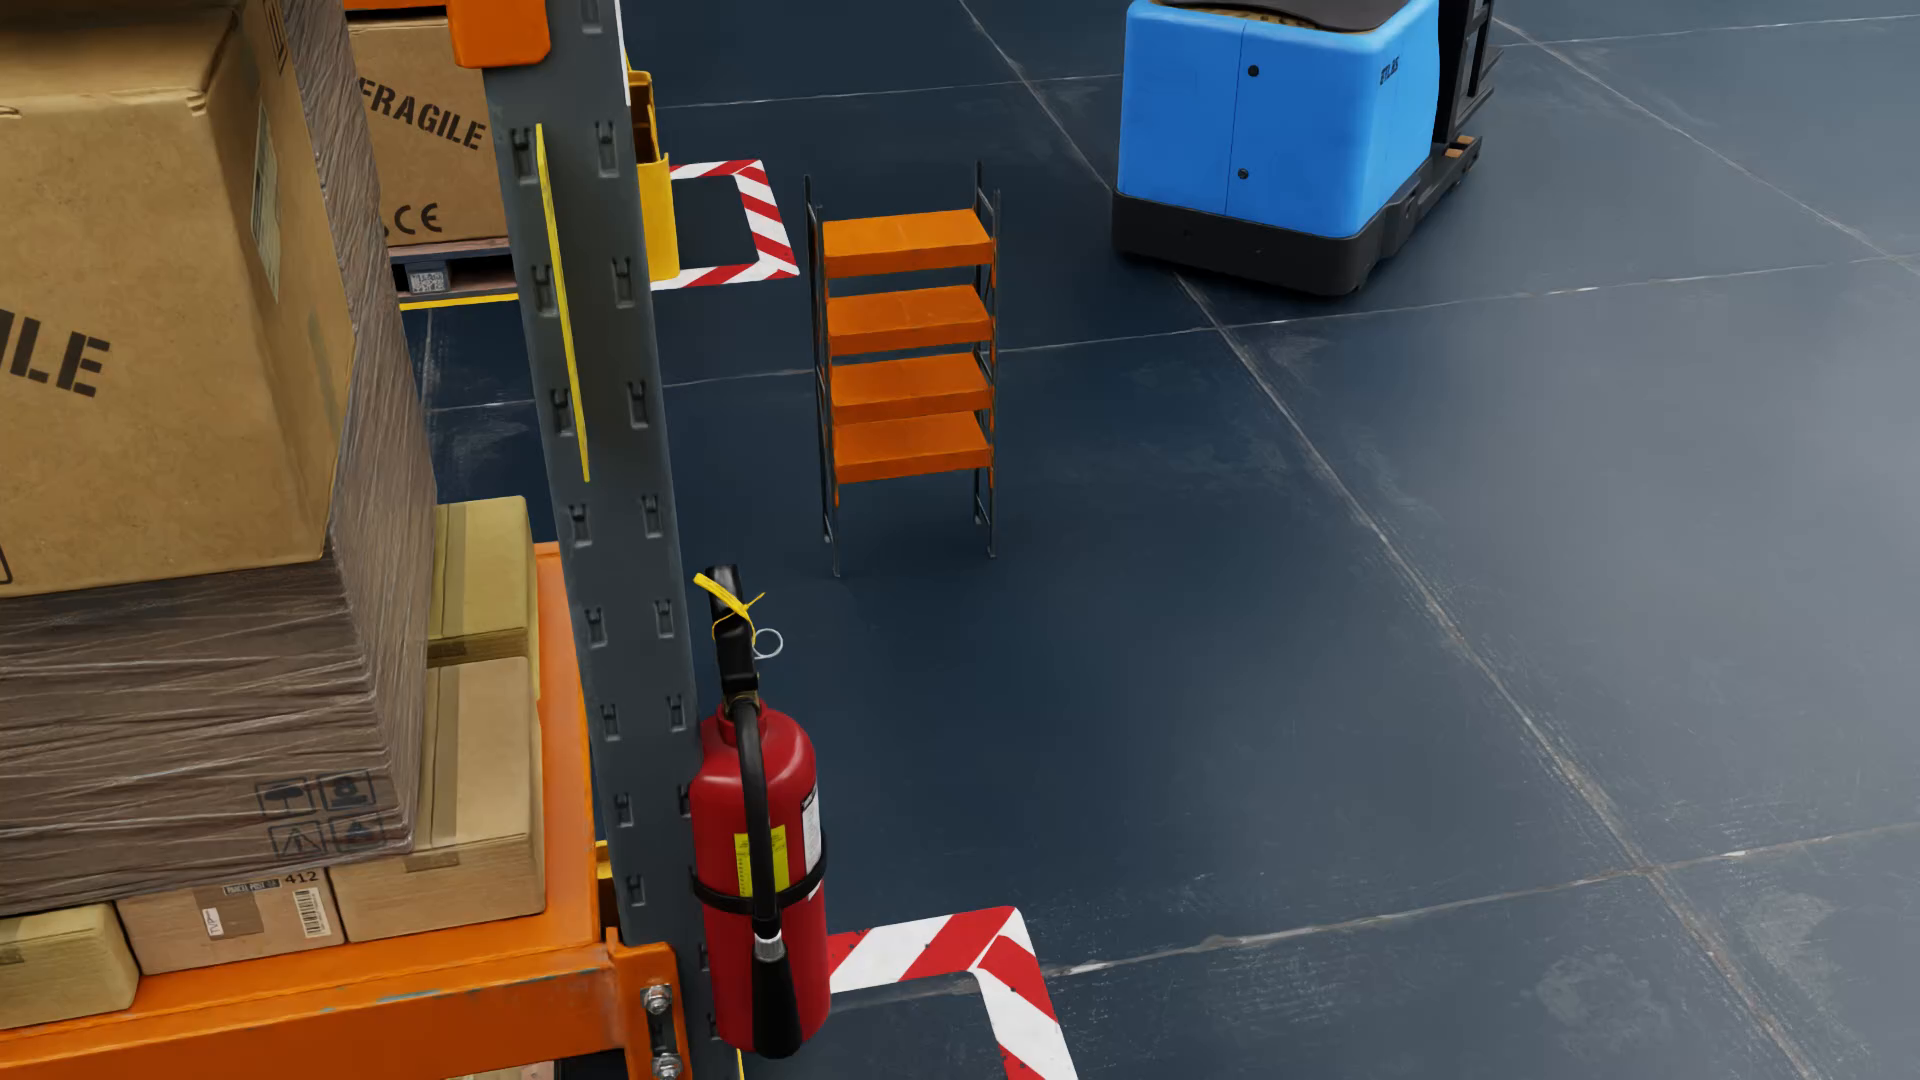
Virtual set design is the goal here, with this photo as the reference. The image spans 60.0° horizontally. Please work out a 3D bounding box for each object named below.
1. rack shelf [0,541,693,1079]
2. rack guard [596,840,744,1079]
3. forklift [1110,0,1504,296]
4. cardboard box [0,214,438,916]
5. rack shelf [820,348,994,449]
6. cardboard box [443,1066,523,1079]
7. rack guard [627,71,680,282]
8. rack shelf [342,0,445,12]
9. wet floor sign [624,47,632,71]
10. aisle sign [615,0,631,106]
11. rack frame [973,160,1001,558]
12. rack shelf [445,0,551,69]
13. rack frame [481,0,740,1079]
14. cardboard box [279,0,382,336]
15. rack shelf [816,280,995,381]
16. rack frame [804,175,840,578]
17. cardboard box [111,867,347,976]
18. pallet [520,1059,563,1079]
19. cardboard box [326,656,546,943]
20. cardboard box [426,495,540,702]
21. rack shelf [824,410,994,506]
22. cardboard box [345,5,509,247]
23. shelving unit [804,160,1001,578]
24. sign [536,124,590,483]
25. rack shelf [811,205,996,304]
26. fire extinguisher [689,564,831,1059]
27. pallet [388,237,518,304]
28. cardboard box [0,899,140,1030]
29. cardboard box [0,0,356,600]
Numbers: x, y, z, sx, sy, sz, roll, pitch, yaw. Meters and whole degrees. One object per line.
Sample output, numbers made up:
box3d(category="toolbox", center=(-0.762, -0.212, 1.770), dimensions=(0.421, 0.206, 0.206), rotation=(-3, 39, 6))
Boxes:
box3d(category="rack shelf", center=(-2.425, 0.636, 2.256), dimensions=(4.000, 0.370, 1.077), rotation=(-7, 35, -11))
box3d(category="rack guard", center=(-0.548, 1.139, 3.104), dimensions=(0.348, 0.500, 1.175), rotation=(-7, 35, -11))
box3d(category="forklift", center=(1.800, -2.974, 7.051), dimensions=(1.130, 2.935, 3.031), rotation=(18, 38, 24))
box3d(category="cardboard box", center=(-1.016, -0.021, 2.232), dimensions=(0.500, 0.500, 0.875), rotation=(-7, 35, -11))
box3d(category="rack shelf", center=(-0.161, -0.422, 4.923), dimensions=(0.480, 0.148, 0.258), rotation=(-7, 35, -11))
box3d(category="cardboard box", center=(-1.087, 1.023, 2.900), dimensions=(0.500, 0.500, 0.500), rotation=(-1, 34, -2))
box3d(category="rack guard", center=(-1.446, -1.582, 7.158), dimensions=(0.348, 0.500, 1.175), rotation=(-7, 35, -11))
box3d(category="rack shelf", center=(-3.420, -2.072, 6.291), dimensions=(4.000, 0.370, 1.077), rotation=(-7, 35, -11))
box3d(category="wet floor sign", center=(-1.878, -2.719, 8.722), dimensions=(0.232, 0.644, 0.267), rotation=(-13, 36, -19))
box3d(category="aisle sign", center=(-0.347, -0.832, 1.466), dimensions=(0.004, 0.787, 0.394), rotation=(-7, 35, -11))
box3d(category="rack frame", center=(0.077, -0.508, 4.930), dimensions=(0.015, 1.200, 0.240), rotation=(-7, 35, -11))
box3d(category="rack shelf", center=(-2.425, -0.609, 1.420), dimensions=(4.000, 0.370, 1.077), rotation=(-7, 35, -11))
box3d(category="rack frame", center=(-0.474, 0.092, 2.422), dimensions=(0.127, 3.000, 1.000), rotation=(-7, 35, -11))
box3d(category="cardboard box", center=(-1.070, -0.569, 2.152), dimensions=(0.500, 0.500, 0.500), rotation=(-7, 35, -11))
box3d(category="rack shelf", center=(-0.161, -0.608, 4.798), dimensions=(0.480, 0.148, 0.258), rotation=(-7, 35, -11))
box3d(category="rack frame", center=(-0.399, -0.448, 4.841), dimensions=(0.015, 1.200, 0.240), rotation=(-7, 35, -11))
box3d(category="cardboard box", center=(-0.950, 0.373, 2.227), dimensions=(0.250, 0.149, 0.380), rotation=(-7, 35, -11))
box3d(category="pallet", center=(-1.348, 1.339, 3.065), dimensions=(1.213, 0.211, 1.003), rotation=(-7, 35, -11))
box3d(category="cardboard box", center=(-0.706, 0.343, 2.272), dimensions=(0.250, 0.149, 0.380), rotation=(-7, 35, -11))
box3d(category="cardboard box", center=(-0.805, 0.101, 2.633), dimensions=(0.250, 0.149, 0.380), rotation=(-7, 35, -11))
box3d(category="rack shelf", center=(-0.161, -0.257, 5.033), dimensions=(0.480, 0.148, 0.258), rotation=(-7, 35, -11))
box3d(category="cardboard box", center=(-2.116, -1.789, 6.755), dimensions=(0.875, 0.875, 0.875), rotation=(-7, 34, -10))
box3d(category="shelving unit", center=(-0.161, -0.478, 4.885), dimensions=(0.503, 1.200, 0.258), rotation=(-7, 35, -11))
box3d(category="sign", center=(-0.371, -0.216, 1.558), dimensions=(0.005, 0.325, 0.100), rotation=(-7, 35, -11))
box3d(category="rack shelf", center=(-0.161, -0.804, 4.666), dimensions=(0.480, 0.148, 0.258), rotation=(-7, 35, -11))
box3d(category="fire extinguisher", center=(-0.261, 0.360, 2.091), dimensions=(0.183, 0.674, 0.296), rotation=(-7, 35, -11))
box3d(category="pallet", center=(-2.232, -1.318, 7.024), dimensions=(1.213, 0.211, 1.003), rotation=(-7, 35, -11))
box3d(category="cardboard box", center=(-1.183, 0.432, 2.139), dimensions=(0.250, 0.149, 0.380), rotation=(-7, 35, -11))
box3d(category="cardboard box", center=(-0.956, -0.287, 1.731), dimensions=(0.500, 0.500, 0.500), rotation=(-7, 35, -11))
